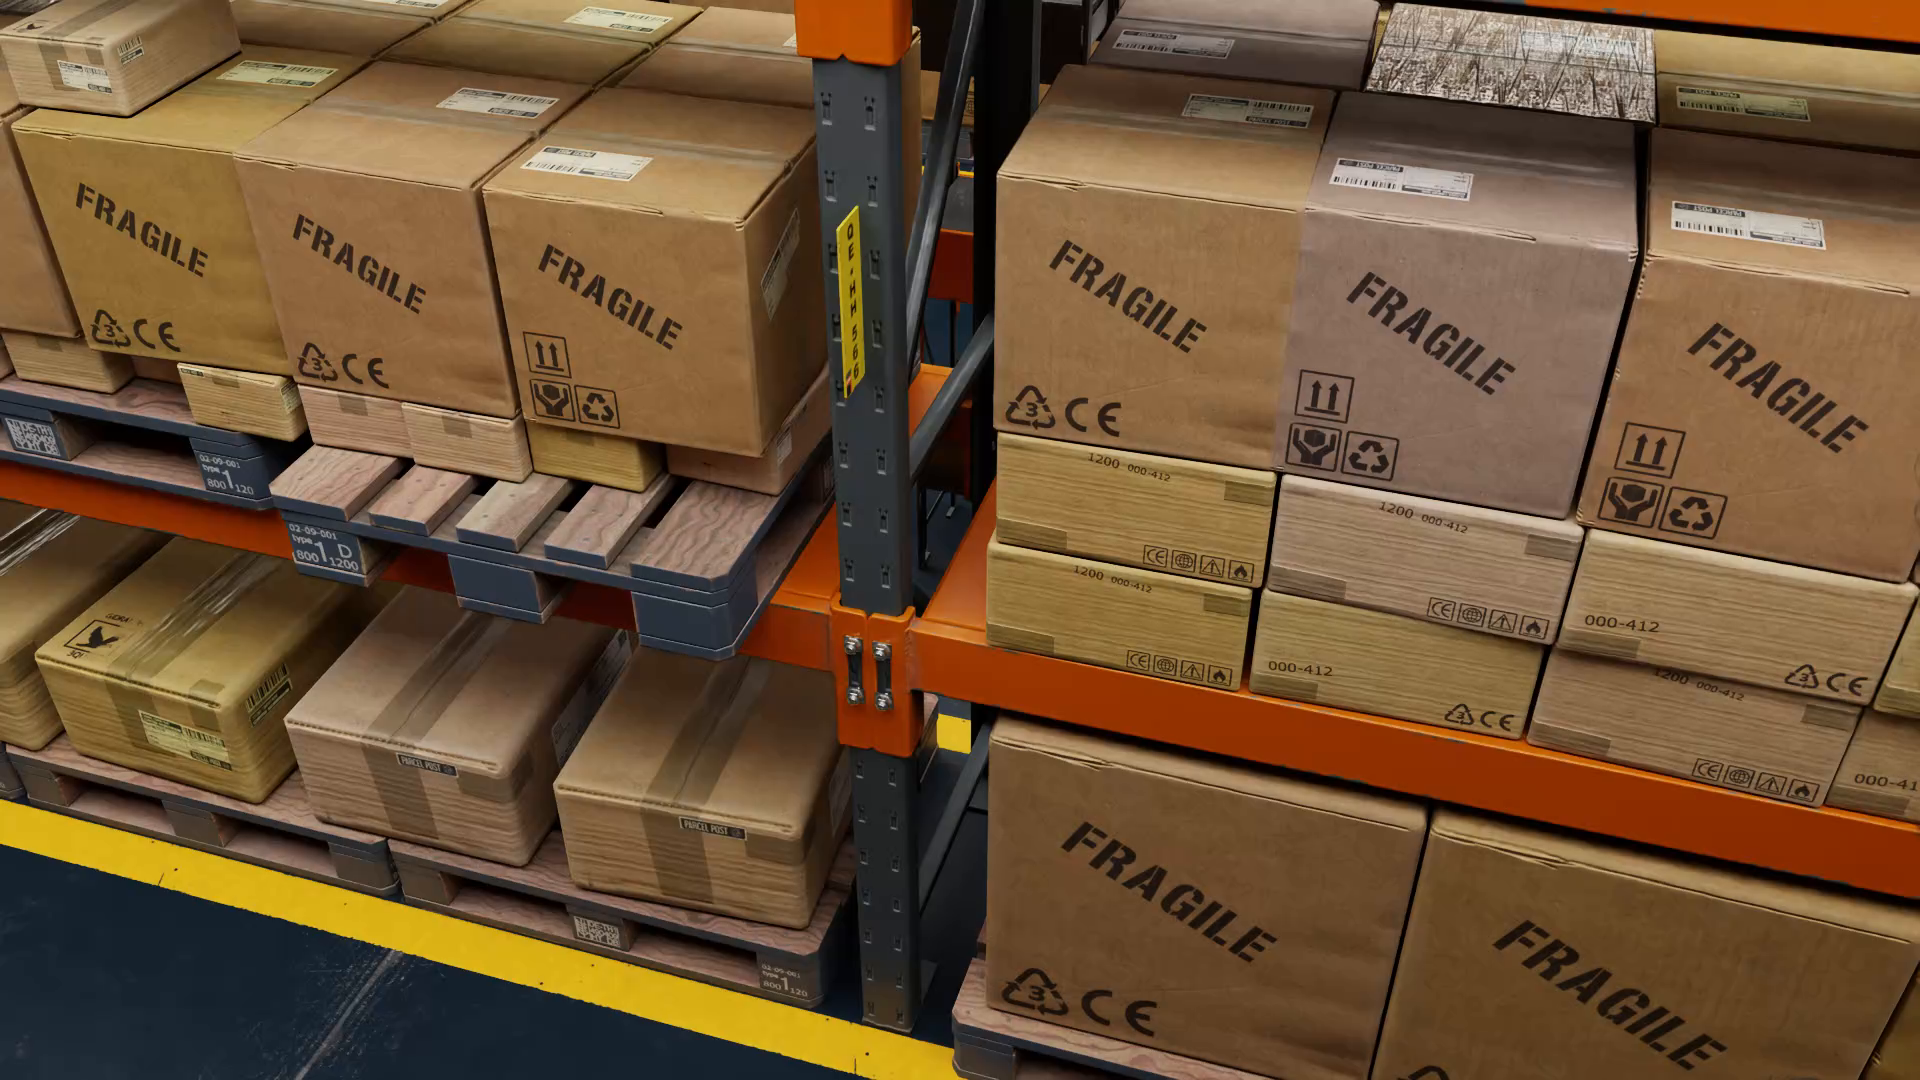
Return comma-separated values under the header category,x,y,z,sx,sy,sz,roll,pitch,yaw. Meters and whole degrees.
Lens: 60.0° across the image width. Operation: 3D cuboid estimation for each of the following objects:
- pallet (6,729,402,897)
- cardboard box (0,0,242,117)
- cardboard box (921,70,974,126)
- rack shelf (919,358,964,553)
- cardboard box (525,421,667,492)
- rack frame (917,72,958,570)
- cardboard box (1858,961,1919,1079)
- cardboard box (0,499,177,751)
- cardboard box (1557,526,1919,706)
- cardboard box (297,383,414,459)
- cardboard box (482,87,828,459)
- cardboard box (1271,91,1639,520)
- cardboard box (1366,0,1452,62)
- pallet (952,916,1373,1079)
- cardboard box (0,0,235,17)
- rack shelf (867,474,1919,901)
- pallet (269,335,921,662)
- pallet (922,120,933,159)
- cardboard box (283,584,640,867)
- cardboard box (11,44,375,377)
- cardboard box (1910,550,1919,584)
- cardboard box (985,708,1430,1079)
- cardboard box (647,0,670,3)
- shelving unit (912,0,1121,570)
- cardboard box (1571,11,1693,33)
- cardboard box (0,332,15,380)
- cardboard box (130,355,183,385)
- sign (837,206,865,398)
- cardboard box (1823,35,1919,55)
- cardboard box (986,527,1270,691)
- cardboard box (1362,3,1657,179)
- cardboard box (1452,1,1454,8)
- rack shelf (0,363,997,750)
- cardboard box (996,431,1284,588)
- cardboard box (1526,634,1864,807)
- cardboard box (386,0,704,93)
category,x,y,z,sx,sy,sz,roll,pitch,yaw
pallet,-1.939,0.487,4.911,1.213,0.211,1.003,10,38,14
cardboard box,-1.679,-1.001,3.342,0.250,0.149,0.380,9,37,12
cardboard box,-0.043,-2.674,8.396,0.750,0.750,1.050,11,38,15
rack shelf,0.158,-0.242,5.511,0.480,0.518,0.431,10,38,14
cardboard box,-0.693,-0.280,3.458,0.250,0.149,0.380,11,38,15
rack frame,-0.075,-0.860,5.146,0.015,2.100,0.400,10,38,14
cardboard box,2.305,0.893,3.444,0.875,0.875,0.875,12,38,15
cardboard box,-2.662,0.118,4.922,0.625,0.372,0.950,13,38,17
cardboard box,1.342,-0.005,2.932,0.500,0.250,0.500,10,38,14
cardboard box,-1.185,-0.348,3.550,0.250,0.149,0.380,9,37,12
cardboard box,-0.550,-0.533,3.254,0.500,0.500,0.500,9,37,13
cardboard box,0.841,-0.416,2.857,0.500,0.500,0.500,11,38,14
cardboard box,1.933,-2.305,7.473,0.500,0.250,0.500,9,37,12
pallet,0.697,1.024,4.180,1.213,0.211,1.003,10,38,14
cardboard box,-1.877,-1.091,4.013,0.500,0.500,0.500,9,37,12
rack shelf,1.876,0.362,3.334,4.000,0.370,1.077,10,38,14
pallet,-0.745,-0.269,3.747,1.003,0.211,1.213,10,38,14
pallet,-0.544,-2.375,8.799,1.213,0.211,1.003,10,38,14
cardboard box,-1.276,0.377,4.570,0.625,0.372,0.950,10,37,13
cardboard box,-1.528,-0.707,3.490,0.500,0.500,0.500,8,37,11
cardboard box,1.811,-0.225,2.597,0.500,0.500,0.500,11,38,15
cardboard box,0.602,0.575,3.877,0.875,0.875,0.875,10,38,13
cardboard box,-1.852,-3.011,8.854,0.750,0.750,1.050,10,38,14
shelving unit,0.158,-0.816,5.088,0.503,2.100,0.431,10,38,14
cardboard box,2.885,-2.121,7.223,0.500,0.250,0.500,11,38,14
cardboard box,-2.182,-0.533,3.802,0.250,0.149,0.380,12,38,16
cardboard box,-1.654,-0.505,3.763,0.250,0.149,0.380,11,38,14
sign,-0.186,-0.407,2.862,0.005,0.325,0.100,10,38,14
cardboard box,3.892,-1.944,6.982,0.500,0.250,0.500,12,38,16
cardboard box,0.359,0.008,3.335,0.500,0.250,0.500,10,37,13
cardboard box,1.031,-0.694,3.235,0.500,0.500,0.500,11,38,15
cardboard box,2.563,-2.508,7.749,0.500,0.250,0.500,11,38,15
rack shelf,-1.942,-0.345,4.295,4.000,0.370,1.077,10,38,14
cardboard box,0.377,-0.192,3.186,0.500,0.250,0.500,10,38,14
cardboard box,1.354,0.185,3.094,0.500,0.250,0.500,12,38,15
cardboard box,-0.893,-0.909,3.764,0.500,0.500,0.500,12,38,16
